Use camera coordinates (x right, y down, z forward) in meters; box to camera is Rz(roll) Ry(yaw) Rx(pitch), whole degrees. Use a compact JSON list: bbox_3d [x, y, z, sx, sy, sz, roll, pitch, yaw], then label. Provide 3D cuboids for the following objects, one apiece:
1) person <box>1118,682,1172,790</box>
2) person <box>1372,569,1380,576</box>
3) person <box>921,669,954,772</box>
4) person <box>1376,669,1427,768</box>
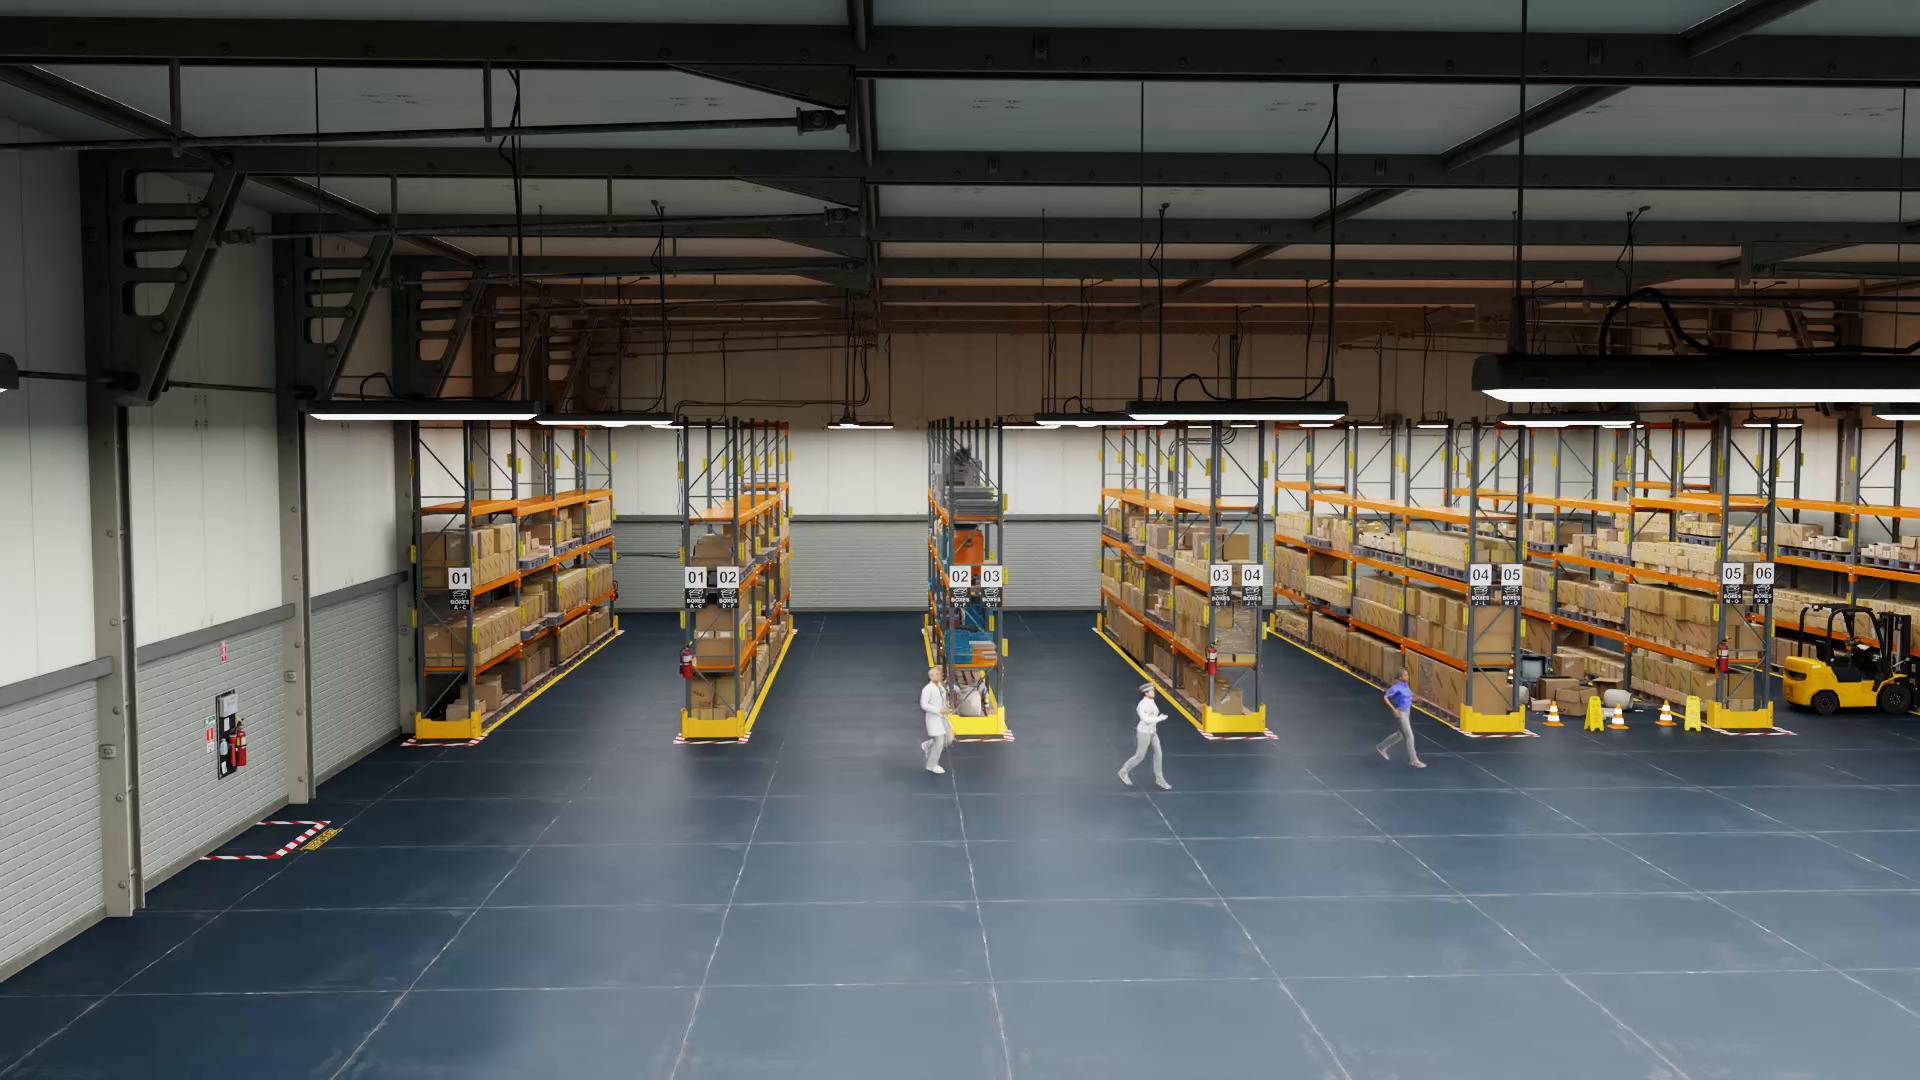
[{"bbox_3d":[2.965,3.118,26.635,0.867,1.722,0.629,2,4,24],"label":"person"},{"bbox_3d":[12.290,1.700,49.147,0.735,1.684,0.588,0,4,-7],"label":"person"},{"bbox_3d":[-0.406,3.071,27.991,0.647,1.661,0.754,2,4,28],"label":"person"},{"bbox_3d":[7.545,3.018,28.436,0.942,1.643,0.576,3,5,34],"label":"person"}]
